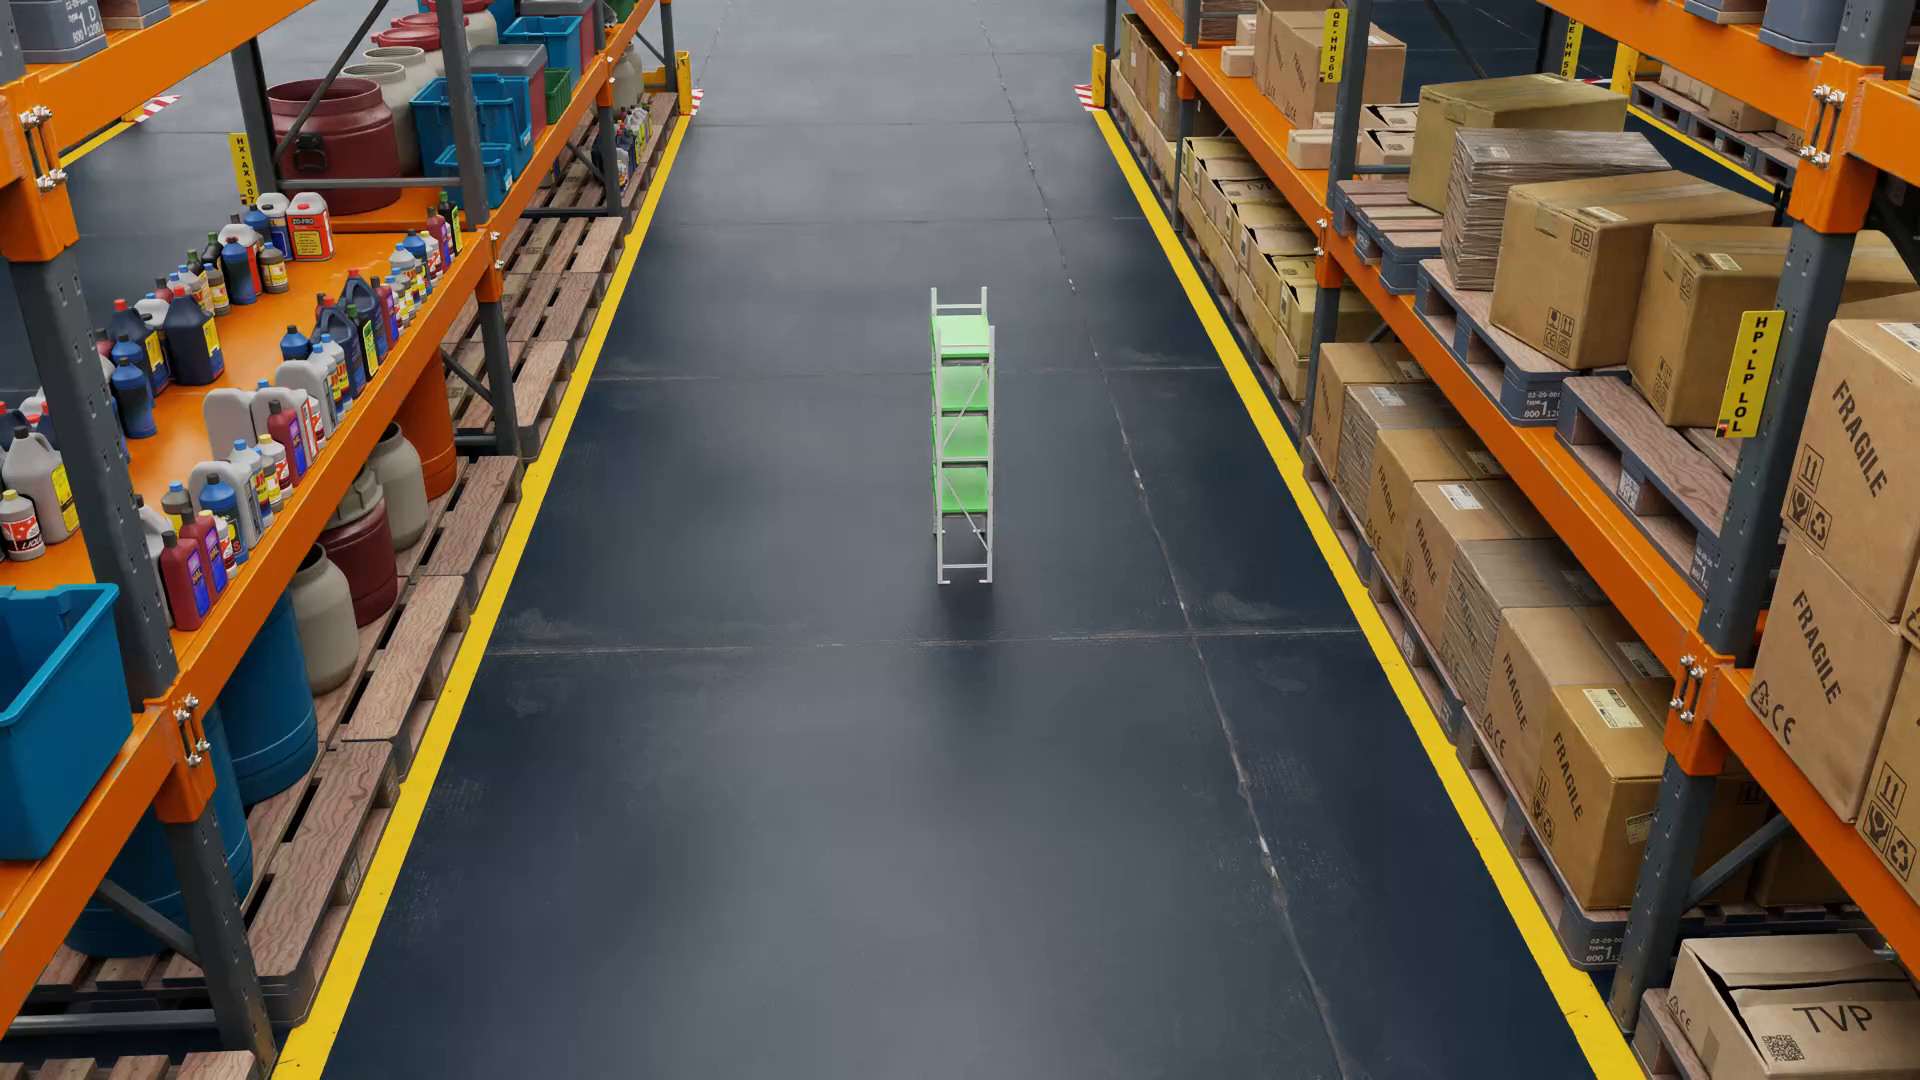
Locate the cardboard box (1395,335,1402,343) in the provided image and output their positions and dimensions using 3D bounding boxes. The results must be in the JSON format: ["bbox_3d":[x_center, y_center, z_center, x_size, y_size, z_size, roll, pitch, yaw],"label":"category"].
[{"bbox_3d":[2.518,-1.211,8.741,0.500,0.311,0.500,0,28,-1],"label":"cardboard box"}]

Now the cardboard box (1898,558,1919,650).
[{"bbox_3d":[2.232,0.076,3.172,0.500,0.500,0.500,-2,28,-4],"label":"cardboard box"}]

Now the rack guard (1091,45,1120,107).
[{"bbox_3d":[1.833,-4.344,15.538,1.175,0.500,0.348,-1,28,-3],"label":"rack guard"}]

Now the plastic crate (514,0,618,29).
[{"bbox_3d":[-2.804,-3.693,11.654,0.767,0.338,0.504,-1,28,-3],"label":"plastic crate"}]

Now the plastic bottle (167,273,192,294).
[{"bbox_3d":[-2.968,-0.883,6.338,0.097,0.271,0.097,0,28,0],"label":"plastic bottle"}]

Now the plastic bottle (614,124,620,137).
[{"bbox_3d":[-2.710,-3.114,12.947,0.152,0.276,0.135,-1,28,-3],"label":"plastic bottle"}]

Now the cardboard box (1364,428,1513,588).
[{"bbox_3d":[2.044,-0.143,7.007,0.500,0.500,0.500,-2,28,-3],"label":"cardboard box"}]

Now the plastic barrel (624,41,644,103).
[{"bbox_3d":[-3.002,-4.104,14.611,0.421,0.512,0.421,0,28,0],"label":"plastic barrel"}]

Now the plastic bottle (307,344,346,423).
[{"bbox_3d":[-2.169,-0.536,5.674,0.097,0.271,0.097,0,28,0],"label":"plastic bottle"}]

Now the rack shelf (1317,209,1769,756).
[{"bbox_3d":[2.356,-0.504,6.250,1.077,0.370,4.000,-1,28,-3],"label":"rack shelf"}]

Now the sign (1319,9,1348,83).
[{"bbox_3d":[1.698,-2.245,7.559,0.100,0.325,0.005,-1,28,-3],"label":"sign"}]

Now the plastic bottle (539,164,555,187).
[{"bbox_3d":[-3.081,-2.790,12.245,0.144,0.351,0.185,-1,28,-3],"label":"plastic bottle"}]

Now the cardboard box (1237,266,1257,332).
[{"bbox_3d":[1.927,-1.421,9.750,0.500,0.250,0.500,-1,28,-1],"label":"cardboard box"}]

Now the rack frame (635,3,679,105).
[{"bbox_3d":[-3.113,-5.323,14.712,1.000,3.000,0.127,-1,28,-3],"label":"rack frame"}]

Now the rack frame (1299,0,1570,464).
[{"bbox_3d":[2.252,-1.746,7.855,1.000,3.000,0.127,-1,28,-3],"label":"rack frame"}]

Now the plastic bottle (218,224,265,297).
[{"bbox_3d":[-2.971,-1.152,6.850,0.152,0.276,0.135,-1,28,-3],"label":"plastic bottle"}]

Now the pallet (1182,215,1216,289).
[{"bbox_3d":[2.121,-2.018,11.391,1.003,0.211,1.213,-1,28,-3],"label":"pallet"}]

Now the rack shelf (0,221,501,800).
[{"bbox_3d":[-2.590,-0.386,6.024,1.077,0.370,4.000,-1,28,-3],"label":"rack shelf"}]

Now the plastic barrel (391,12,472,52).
[{"bbox_3d":[-3.034,-2.750,9.632,0.433,0.535,0.433,0,28,0],"label":"plastic barrel"}]

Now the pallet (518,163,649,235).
[{"bbox_3d":[-2.897,-2.551,12.412,1.003,0.211,1.213,-1,28,-3],"label":"pallet"}]

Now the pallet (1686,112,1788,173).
[{"bbox_3d":[6.853,-3.353,13.950,1.003,0.211,1.213,-1,28,-3],"label":"pallet"}]

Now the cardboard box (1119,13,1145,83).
[{"bbox_3d":[1.668,-4.257,14.376,0.500,0.500,0.500,-1,28,-3],"label":"cardboard box"}]

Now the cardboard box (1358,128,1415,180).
[{"bbox_3d":[2.277,-1.876,8.200,0.500,0.311,0.500,0,28,1],"label":"cardboard box"}]

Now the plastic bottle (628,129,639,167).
[{"bbox_3d":[-2.508,-3.014,12.746,0.061,0.283,0.133,0,28,0],"label":"plastic bottle"}]

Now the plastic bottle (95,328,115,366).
[{"bbox_3d":[-2.952,-0.580,5.745,0.061,0.283,0.133,-1,28,-3],"label":"plastic bottle"}]

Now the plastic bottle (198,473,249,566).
[{"bbox_3d":[-2.115,-0.063,4.767,0.097,0.271,0.097,0,28,0],"label":"plastic bottle"}]

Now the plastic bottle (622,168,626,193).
[{"bbox_3d":[-2.488,-2.635,12.108,0.097,0.201,0.097,0,28,0],"label":"plastic bottle"}]

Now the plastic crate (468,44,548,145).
[{"bbox_3d":[-2.474,-2.411,9.059,0.402,0.464,0.583,-1,28,-3],"label":"plastic crate"}]

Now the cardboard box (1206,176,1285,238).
[{"bbox_3d":[1.865,-2.142,10.527,0.500,0.311,0.500,-2,28,-4],"label":"cardboard box"}]

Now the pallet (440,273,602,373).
[{"bbox_3d":[-2.757,-1.313,10.039,1.003,0.211,1.213,-1,28,-3],"label":"pallet"}]

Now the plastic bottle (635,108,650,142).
[{"bbox_3d":[-2.593,-3.356,13.410,0.152,0.276,0.135,-1,28,-2],"label":"plastic bottle"}]

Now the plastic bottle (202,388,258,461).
[{"bbox_3d":[-2.330,-0.373,5.356,0.152,0.276,0.135,-1,28,-3],"label":"plastic bottle"}]

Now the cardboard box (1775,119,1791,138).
[{"bbox_3d":[6.926,-3.385,13.604,0.380,0.149,0.250,-4,28,-7],"label":"cardboard box"}]

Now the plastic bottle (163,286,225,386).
[{"bbox_3d":[-2.773,-0.751,5.999,0.144,0.351,0.185,-1,28,-3],"label":"plastic bottle"}]

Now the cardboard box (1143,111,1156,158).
[{"bbox_3d":[1.744,-3.231,13.221,0.500,0.250,0.500,-1,28,-3],"label":"cardboard box"}]

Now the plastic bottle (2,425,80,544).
[{"bbox_3d":[-2.717,-0.180,4.904,0.144,0.351,0.185,-1,28,-3],"label":"plastic bottle"}]

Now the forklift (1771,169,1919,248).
[{"bbox_3d":[4.549,-1.723,7.884,1.130,2.935,3.031,-2,28,-3],"label":"forklift"}]

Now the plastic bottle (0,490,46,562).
[{"bbox_3d":[-2.725,-0.048,4.813,0.097,0.201,0.097,0,28,0],"label":"plastic bottle"}]

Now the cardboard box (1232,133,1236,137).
[{"bbox_3d":[2.298,-3.346,12.629,0.500,0.500,0.500,-1,28,-3],"label":"cardboard box"}]

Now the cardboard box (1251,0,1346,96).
[{"bbox_3d":[2.094,-3.040,10.226,0.500,0.500,0.500,1,28,1],"label":"cardboard box"}]

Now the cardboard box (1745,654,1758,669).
[{"bbox_3d":[2.640,0.539,5.701,0.500,0.500,0.500,-1,28,-2],"label":"cardboard box"}]

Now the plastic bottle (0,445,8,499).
[{"bbox_3d":[-2.861,-0.176,4.897,0.144,0.351,0.185,-1,28,-3],"label":"plastic bottle"}]

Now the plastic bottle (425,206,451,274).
[{"bbox_3d":[-2.236,-1.294,7.113,0.061,0.283,0.133,-1,28,-3],"label":"plastic bottle"}]

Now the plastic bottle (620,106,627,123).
[{"bbox_3d":[-2.699,-3.356,13.403,0.061,0.283,0.133,-1,28,-3],"label":"plastic bottle"}]

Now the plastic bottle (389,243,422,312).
[{"bbox_3d":[-2.228,-1.055,6.668,0.097,0.271,0.097,0,28,0],"label":"plastic bottle"}]

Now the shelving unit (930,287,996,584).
[{"bbox_3d":[0.009,-0.456,7.326,0.258,1.200,0.503,-1,28,-3],"label":"shelving unit"}]

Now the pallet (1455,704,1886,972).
[{"bbox_3d":[2.381,0.962,5.676,1.003,0.211,1.213,-1,28,-3],"label":"pallet"}]

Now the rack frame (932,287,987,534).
[{"bbox_3d":[-0.004,-0.568,7.542,0.240,1.200,0.015,-1,28,-3],"label":"rack frame"}]

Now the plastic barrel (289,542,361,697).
[{"bbox_3d":[-2.475,0.294,6.179,0.421,0.512,0.421,0,28,0],"label":"plastic barrel"}]

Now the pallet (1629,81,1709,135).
[{"bbox_3d":[6.792,-3.915,15.028,1.003,0.211,1.213,-1,28,-3],"label":"pallet"}]

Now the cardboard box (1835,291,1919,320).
[{"bbox_3d":[2.659,-0.354,4.623,0.700,0.500,0.500,-11,29,-20],"label":"cardboard box"}]
